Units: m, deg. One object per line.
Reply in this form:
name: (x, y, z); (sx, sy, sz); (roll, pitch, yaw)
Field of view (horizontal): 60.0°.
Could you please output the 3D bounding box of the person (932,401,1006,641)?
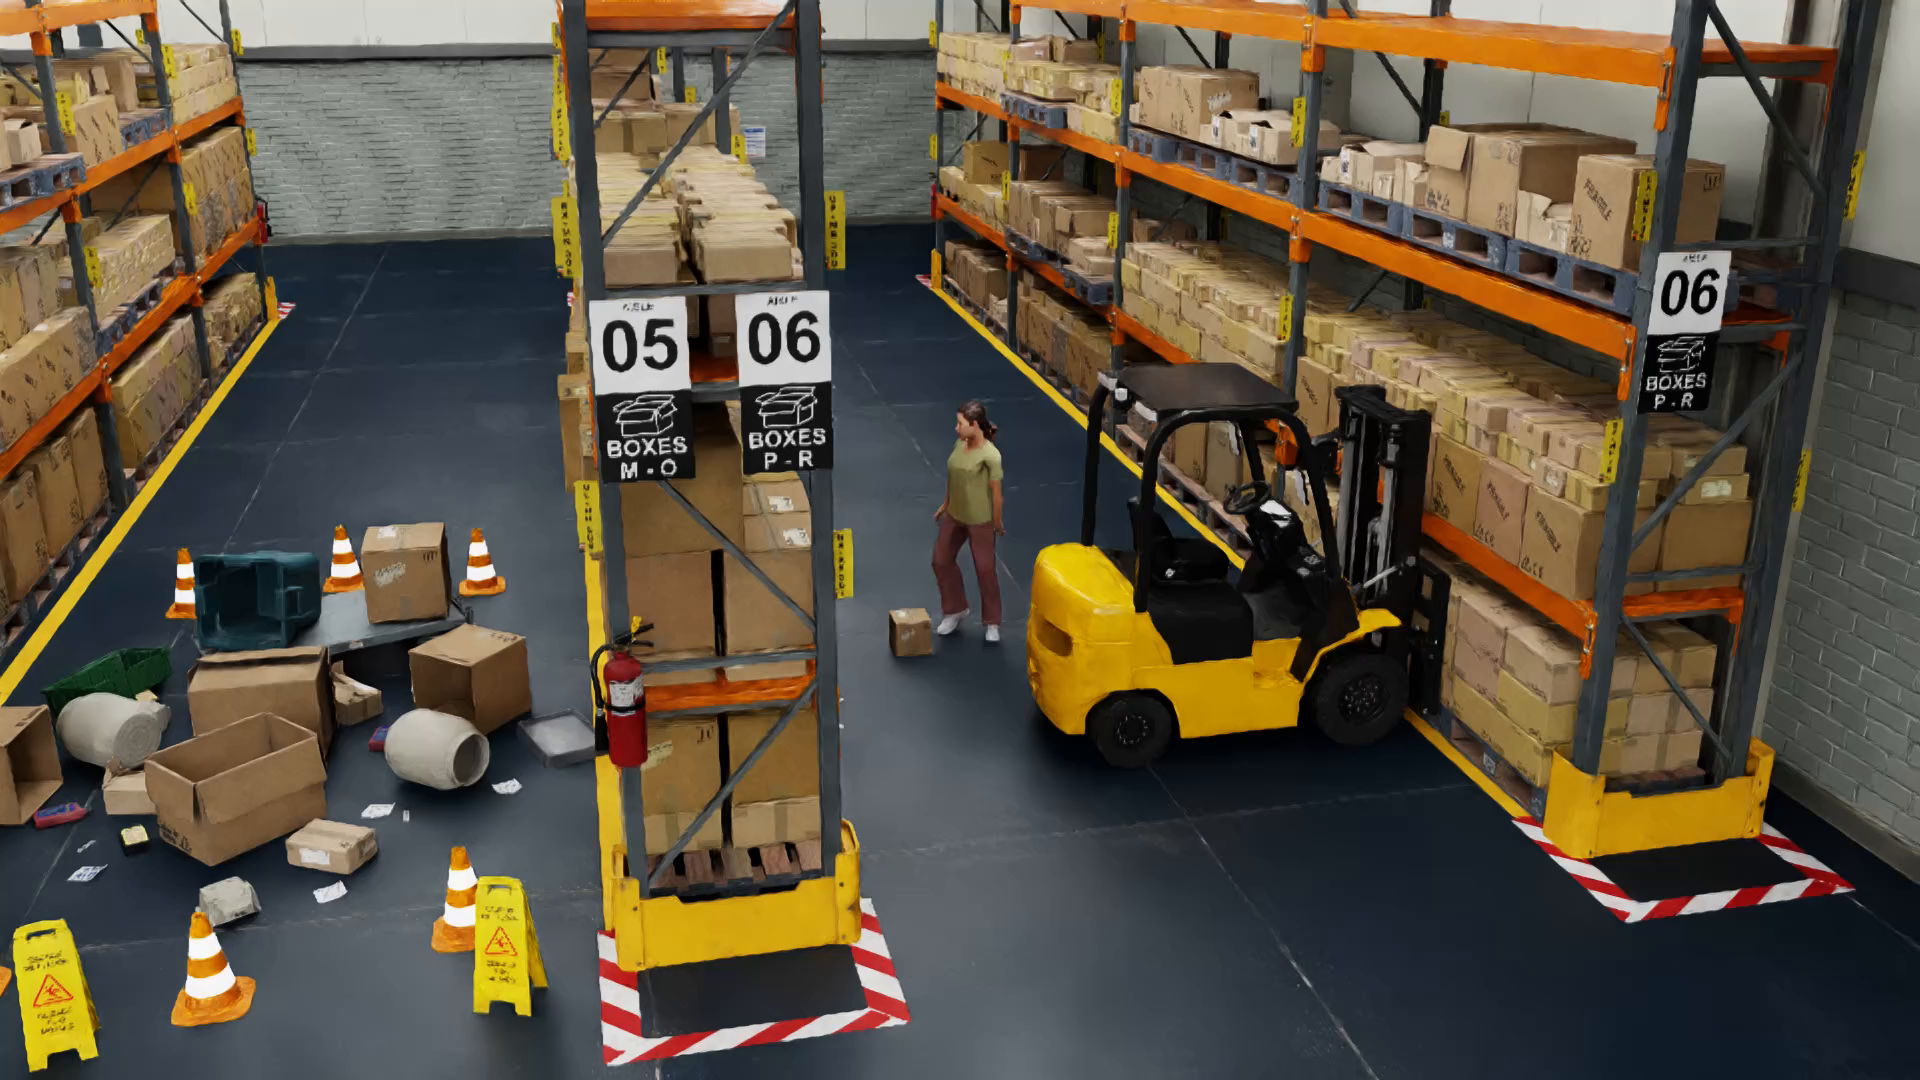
person: (0.069, -0.133, 11.419); (0.562, 1.672, 0.378); (18, 27, 41)
